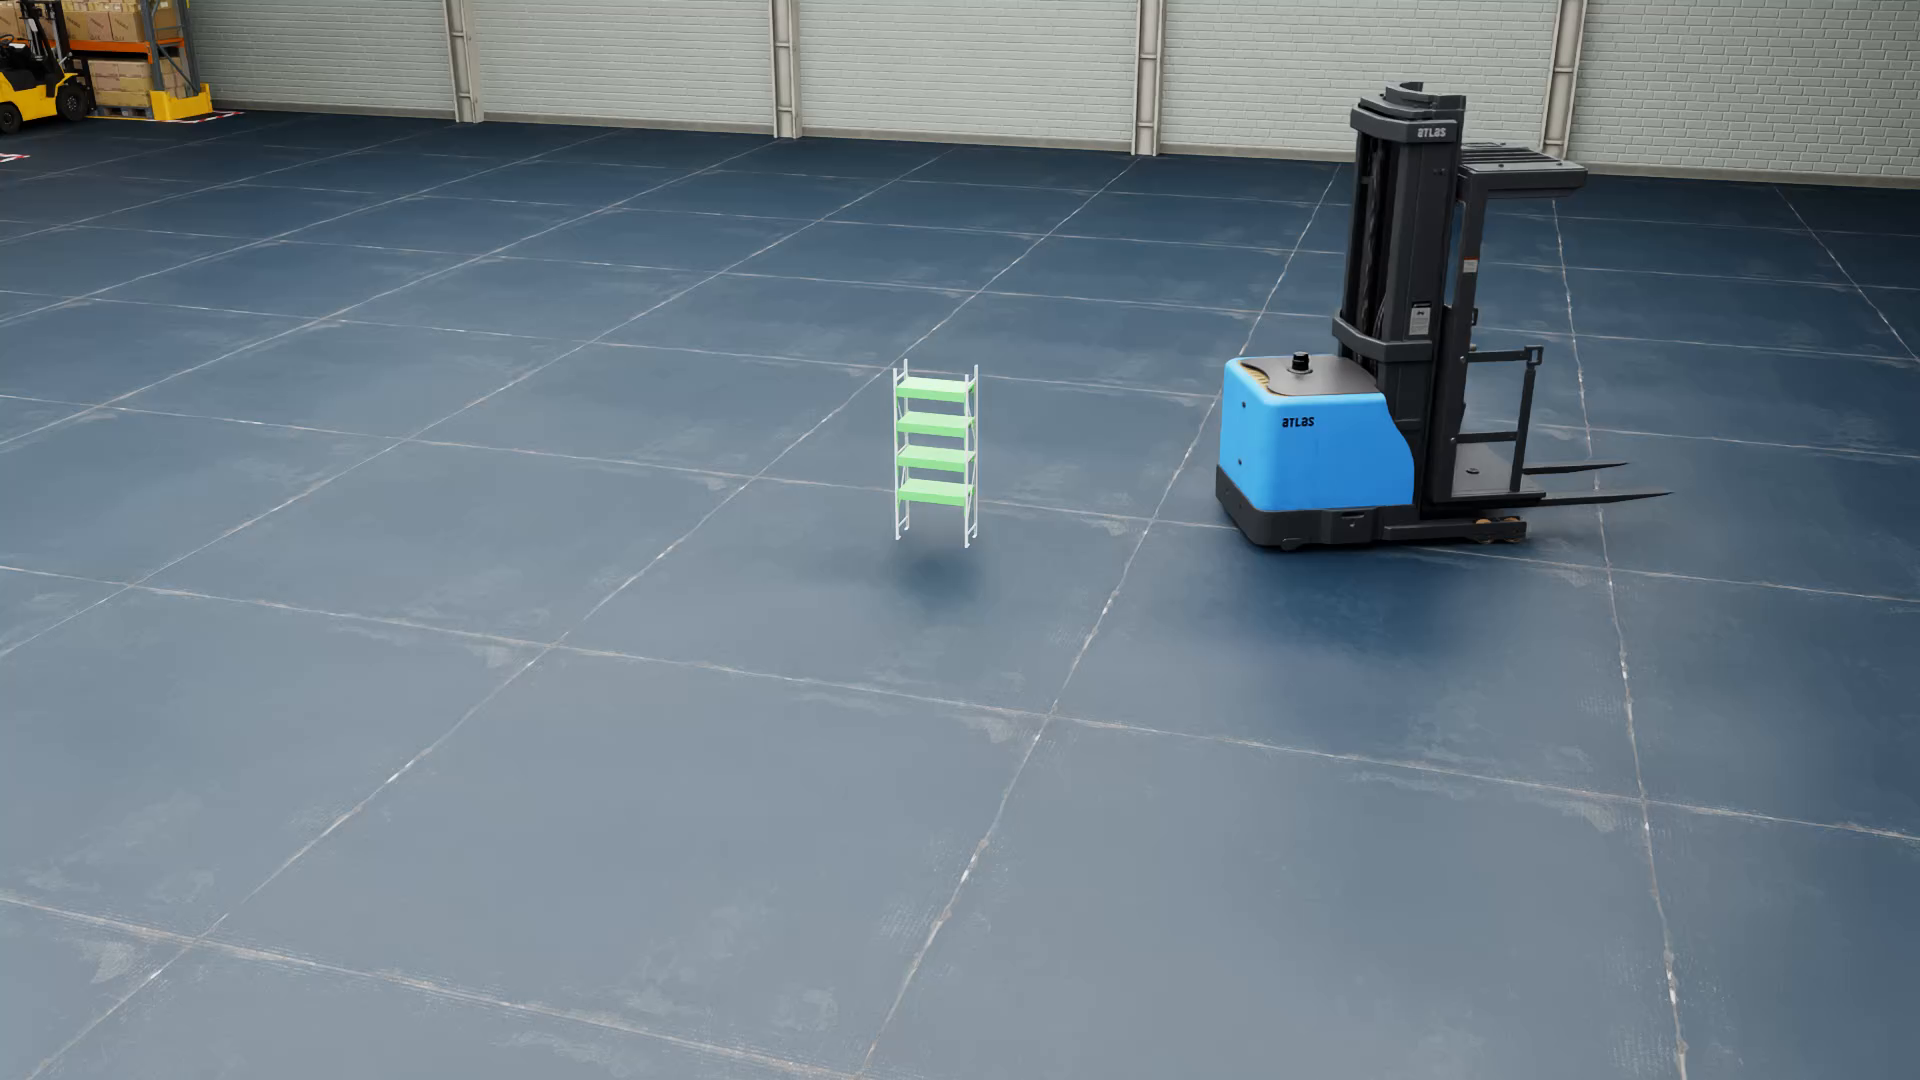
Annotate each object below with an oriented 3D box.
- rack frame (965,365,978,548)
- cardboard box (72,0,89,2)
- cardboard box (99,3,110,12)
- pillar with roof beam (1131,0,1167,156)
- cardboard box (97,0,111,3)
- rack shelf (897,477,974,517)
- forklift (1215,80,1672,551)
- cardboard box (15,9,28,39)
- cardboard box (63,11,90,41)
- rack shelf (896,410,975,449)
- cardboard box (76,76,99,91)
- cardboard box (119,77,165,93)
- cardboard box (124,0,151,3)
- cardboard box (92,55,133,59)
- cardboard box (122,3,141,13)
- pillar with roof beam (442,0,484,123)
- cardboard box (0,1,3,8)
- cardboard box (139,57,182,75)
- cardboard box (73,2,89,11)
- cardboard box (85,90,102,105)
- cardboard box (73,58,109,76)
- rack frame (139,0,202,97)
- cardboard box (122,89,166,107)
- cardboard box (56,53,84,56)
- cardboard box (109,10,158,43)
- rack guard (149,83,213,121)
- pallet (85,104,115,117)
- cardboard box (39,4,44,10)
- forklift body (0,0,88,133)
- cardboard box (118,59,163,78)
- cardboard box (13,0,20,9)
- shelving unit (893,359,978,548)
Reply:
[{"bbox_3d":[0.075,-0.547,11.021,0.015,1.200,0.240,7,23,16],"label":"rack frame"},{"bbox_3d":[-15.334,-9.518,29.142,0.250,0.149,0.380,7,23,17],"label":"cardboard box"},{"bbox_3d":[-14.826,-9.344,29.111,0.250,0.149,0.380,7,23,17],"label":"cardboard box"},{"bbox_3d":[1.654,-8.636,20.465,0.400,9.000,9.100,7,23,16],"label":"pillar with roof beam"},{"bbox_3d":[-14.836,-9.475,29.038,0.250,0.149,0.380,7,23,17],"label":"cardboard box"},{"bbox_3d":[-0.158,-0.292,11.202,0.480,0.148,0.258,7,23,16],"label":"rack shelf"},{"bbox_3d":[3.377,-1.523,11.121,3.031,2.935,1.130,-3,22,-7],"label":"forklift"},{"bbox_3d":[-16.420,-9.229,29.684,0.500,0.500,0.500,6,23,15],"label":"cardboard box"},{"bbox_3d":[-15.460,-9.115,29.407,0.500,0.500,0.500,6,23,14],"label":"cardboard box"},{"bbox_3d":[-0.158,-0.736,11.020,0.480,0.148,0.258,7,23,16],"label":"rack shelf"},{"bbox_3d":[-15.462,-8.195,29.707,0.500,0.250,0.500,6,23,14],"label":"cardboard box"},{"bbox_3d":[-14.485,-8.087,29.444,0.500,0.250,0.500,6,23,15],"label":"cardboard box"},{"bbox_3d":[-14.333,-9.440,28.954,0.250,0.149,0.380,7,23,16],"label":"cardboard box"},{"bbox_3d":[-15.289,-8.612,30.065,0.500,0.250,0.500,6,23,15],"label":"cardboard box"},{"bbox_3d":[-14.342,-9.276,28.946,0.250,0.149,0.380,7,23,16],"label":"cardboard box"},{"bbox_3d":[-9.834,-9.951,23.672,0.400,9.000,9.100,7,23,16],"label":"pillar with roof beam"},{"bbox_3d":[-17.023,-9.602,29.739,0.250,0.149,0.380,6,23,15],"label":"cardboard box"},{"bbox_3d":[-14.334,-8.500,29.792,0.500,0.250,0.500,6,23,15],"label":"cardboard box"},{"bbox_3d":[-15.329,-9.388,29.217,0.250,0.149,0.380,6,23,14],"label":"cardboard box"},{"bbox_3d":[-15.420,-7.969,29.814,0.500,0.250,0.500,7,23,16],"label":"cardboard box"},{"bbox_3d":[-15.436,-8.421,29.600,0.500,0.250,0.500,7,23,16],"label":"cardboard box"},{"bbox_3d":[-13.929,-8.994,29.243,0.127,3.000,1.000,7,23,16],"label":"rack frame"},{"bbox_3d":[-14.470,-7.853,29.531,0.500,0.250,0.500,7,23,16],"label":"cardboard box"},{"bbox_3d":[-16.261,-8.723,30.335,0.500,0.250,0.500,7,23,16],"label":"cardboard box"},{"bbox_3d":[-14.476,-8.999,29.123,0.500,0.500,0.500,6,23,14],"label":"cardboard box"},{"bbox_3d":[-13.906,-7.835,29.711,0.348,0.500,1.175,7,23,16],"label":"rack guard"},{"bbox_3d":[-15.837,-7.907,30.267,1.213,0.211,1.003,7,23,15],"label":"pallet"},{"bbox_3d":[-16.054,-9.471,29.421,0.250,0.149,0.380,6,23,14],"label":"cardboard box"},{"bbox_3d":[-16.271,-8.146,28.295,1.214,2.155,2.313,7,23,16],"label":"forklift body"},{"bbox_3d":[-14.460,-8.316,29.342,0.500,0.250,0.500,7,23,17],"label":"cardboard box"},{"bbox_3d":[-16.558,-9.519,29.536,0.250,0.149,0.380,6,23,15],"label":"cardboard box"},{"bbox_3d":[-0.158,-0.573,11.087,0.503,1.200,0.258,7,23,16],"label":"shelving unit"}]
